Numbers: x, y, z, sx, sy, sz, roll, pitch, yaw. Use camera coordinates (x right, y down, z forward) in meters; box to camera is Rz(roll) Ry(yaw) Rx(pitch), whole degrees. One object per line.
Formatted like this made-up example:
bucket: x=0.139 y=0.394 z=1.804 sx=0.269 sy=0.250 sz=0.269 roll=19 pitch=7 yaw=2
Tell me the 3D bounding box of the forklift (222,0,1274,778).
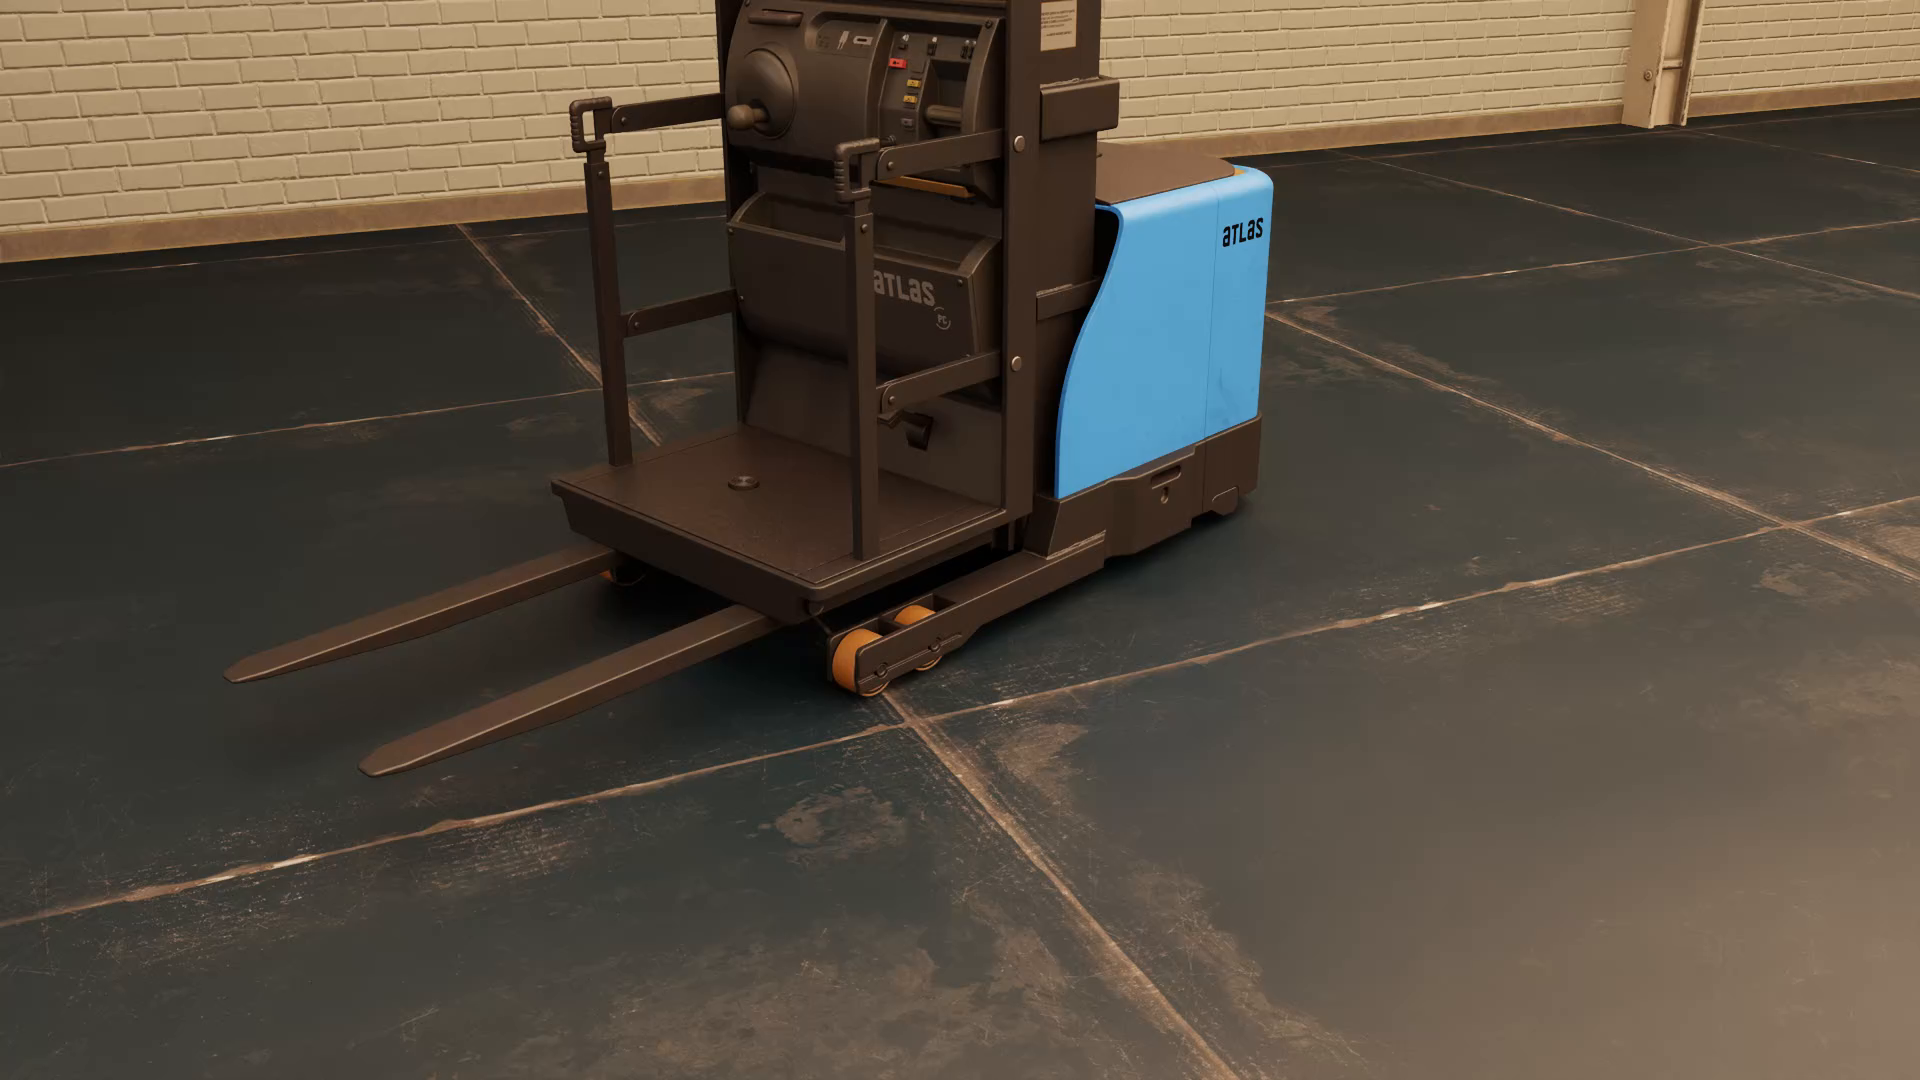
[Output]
forklift: x=-0.413 y=-1.182 z=4.131 sx=1.130 sy=2.935 sz=3.031 roll=19 pitch=29 yaw=39
